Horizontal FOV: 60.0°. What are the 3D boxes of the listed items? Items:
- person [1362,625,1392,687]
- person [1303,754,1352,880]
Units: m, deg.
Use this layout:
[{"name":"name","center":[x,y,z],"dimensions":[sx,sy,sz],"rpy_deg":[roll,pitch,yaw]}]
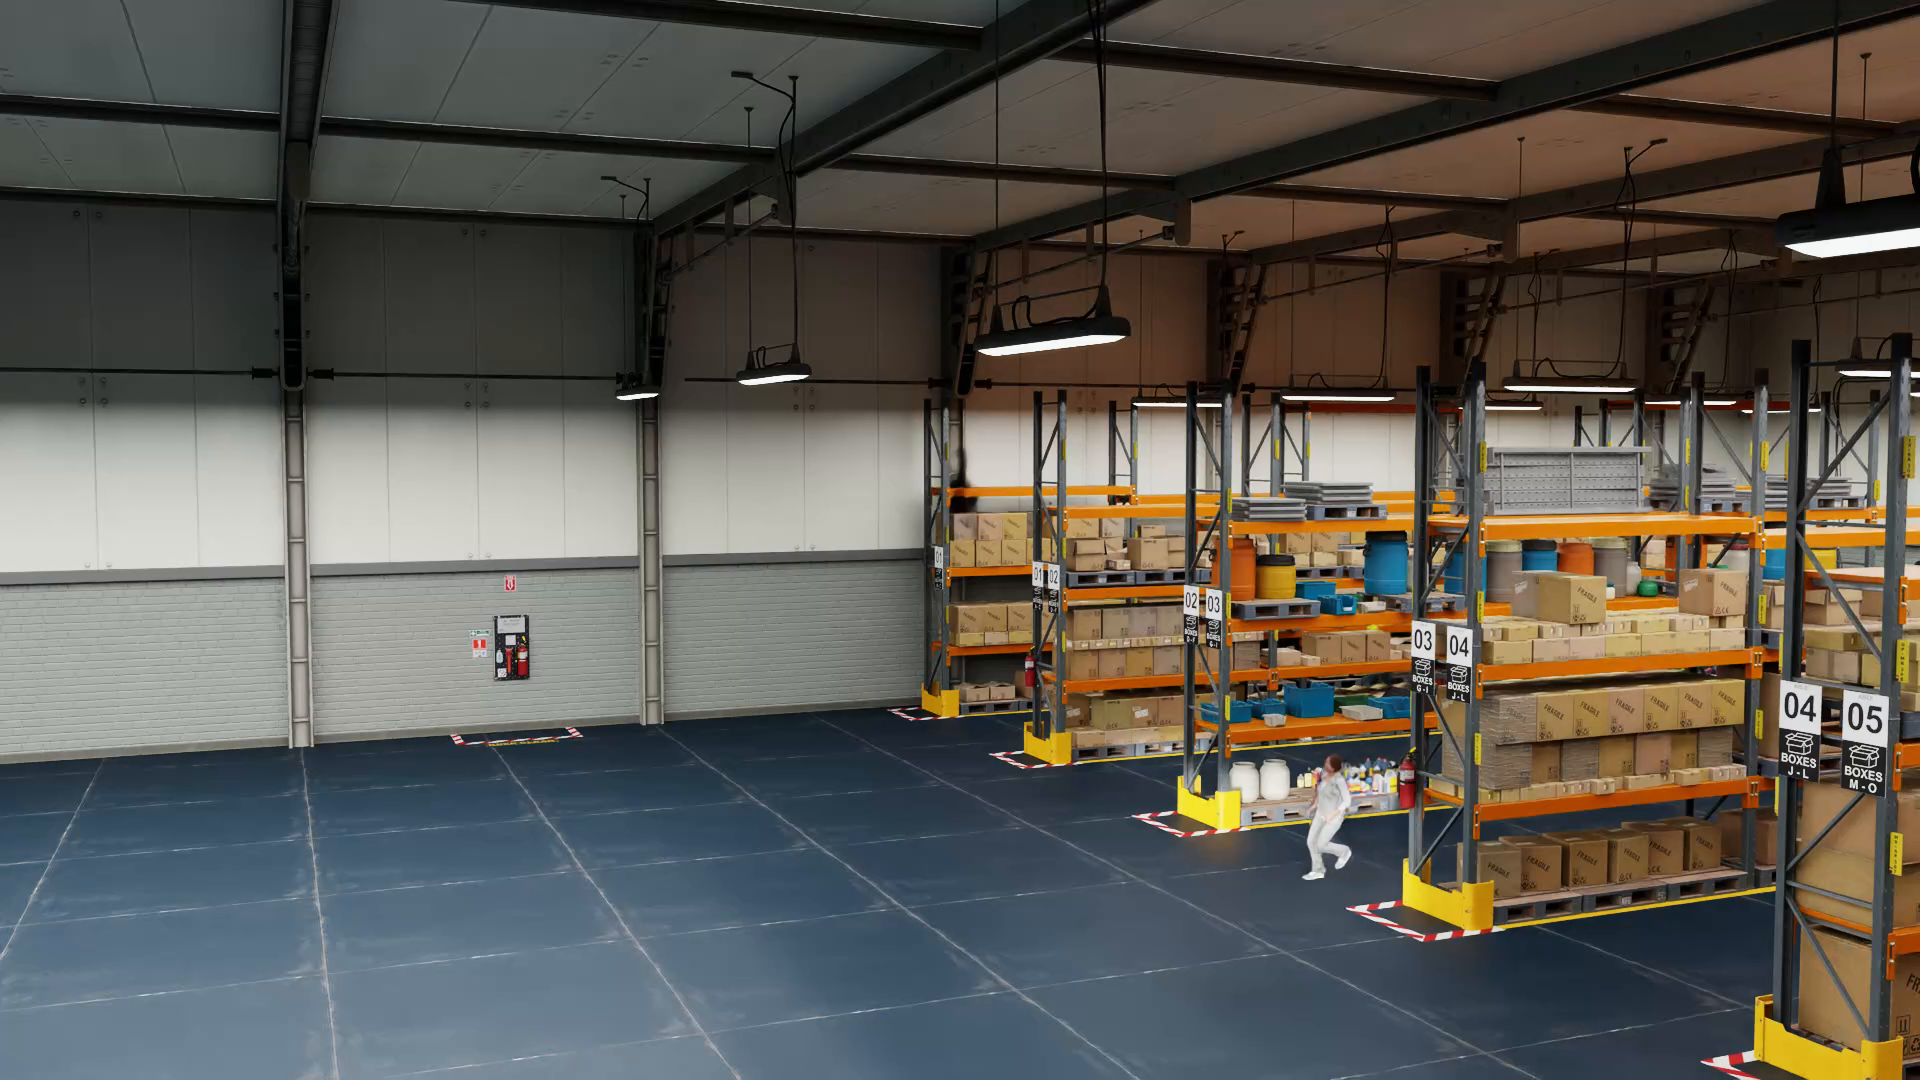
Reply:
[{"name":"person","center":[8.007,2.450,31.549],"dimensions":[0.961,1.691,0.666],"rpy_deg":[0,3,-7]},{"name":"person","center":[4.385,3.253,19.500],"dimensions":[0.573,1.539,0.579],"rpy_deg":[-1,4,-23]}]
